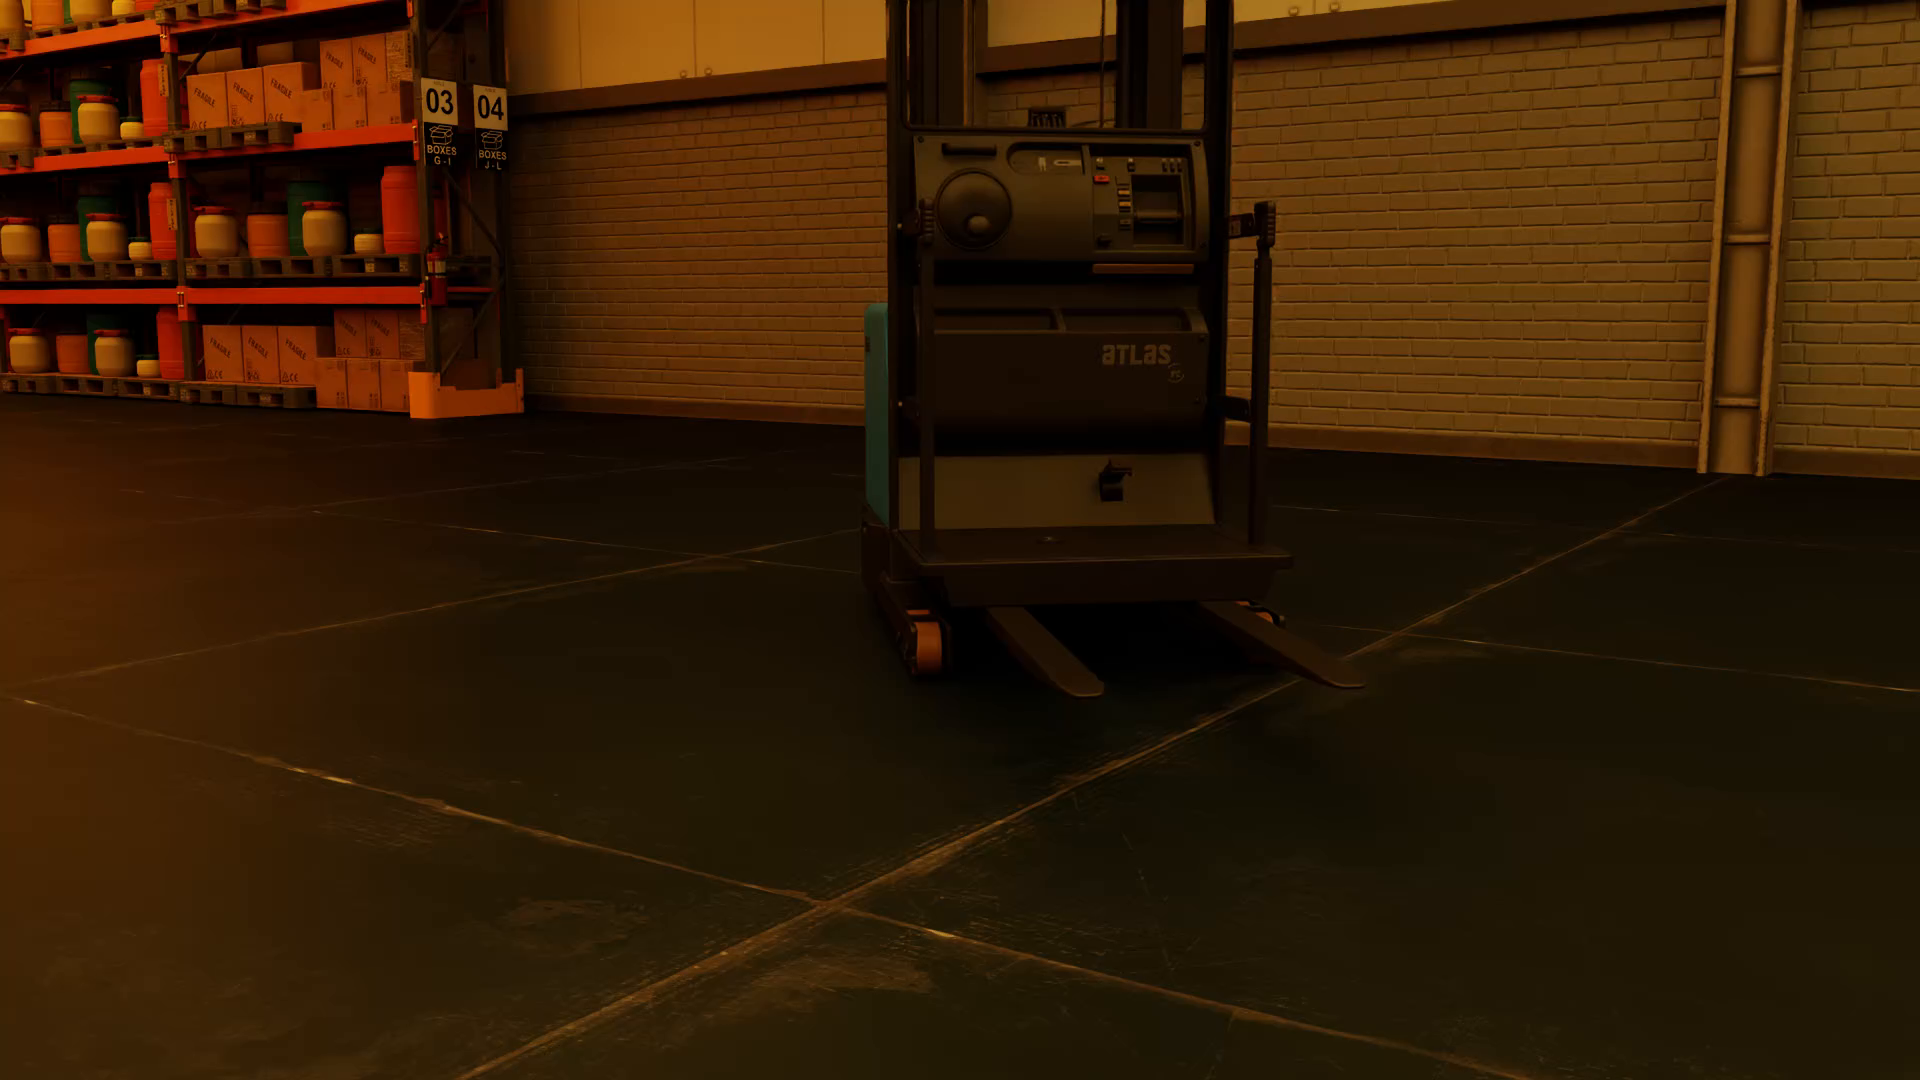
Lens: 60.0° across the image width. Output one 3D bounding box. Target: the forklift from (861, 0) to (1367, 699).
[{"bbox_3d":[0.353,-1.108,4.982,1.130,2.935,3.031,-1,8,-9],"label":"forklift"}]
